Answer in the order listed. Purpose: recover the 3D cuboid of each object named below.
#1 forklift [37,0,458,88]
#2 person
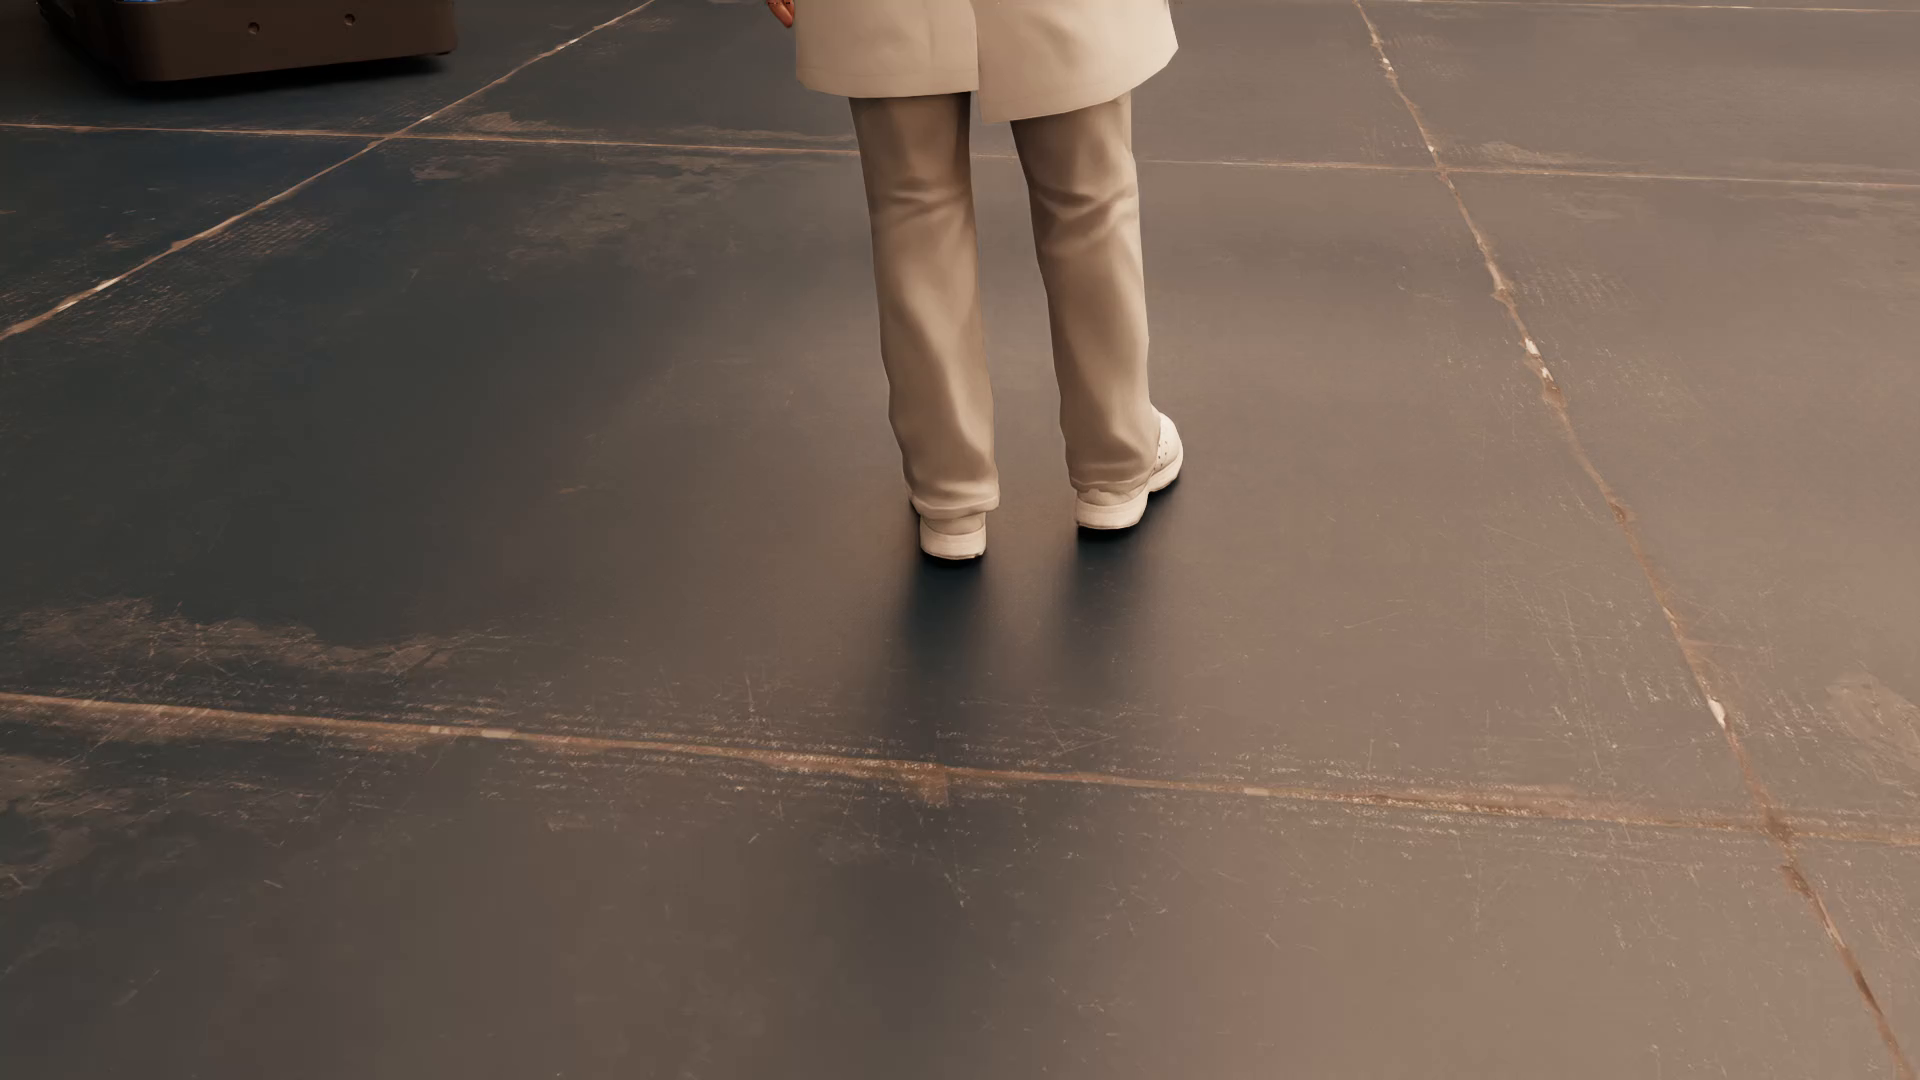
[{"bbox_3d":[-2.970,-3.357,5.947,1.130,2.935,3.031,-17,31,-30],"label":"forklift"},{"bbox_3d":[0.016,-0.842,2.181,0.696,1.778,0.578,3,27,7],"label":"person"}]
